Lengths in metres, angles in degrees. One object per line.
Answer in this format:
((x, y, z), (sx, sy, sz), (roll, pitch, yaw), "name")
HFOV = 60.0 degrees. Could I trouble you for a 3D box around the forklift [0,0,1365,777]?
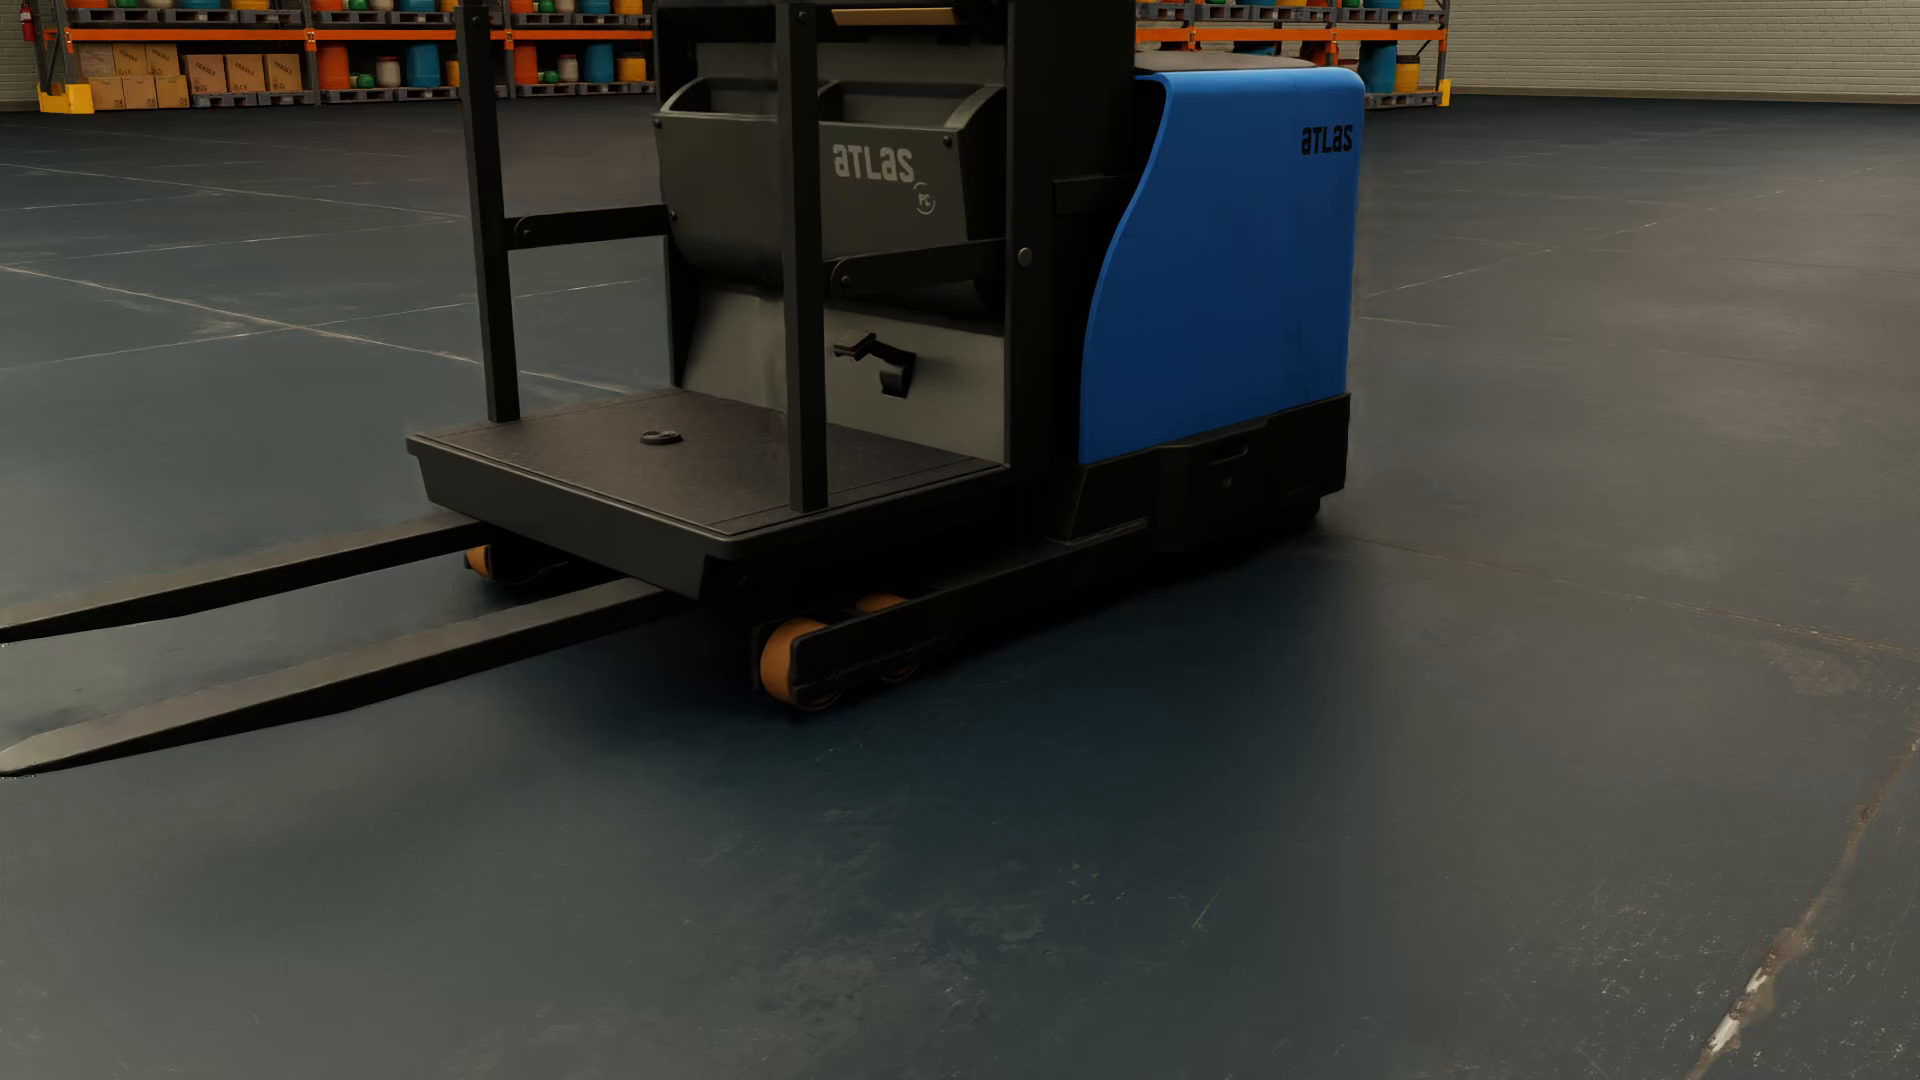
((-0.431, -1.266, 3.067), (1.130, 2.935, 3.031), (16, 23, 42), "forklift")
